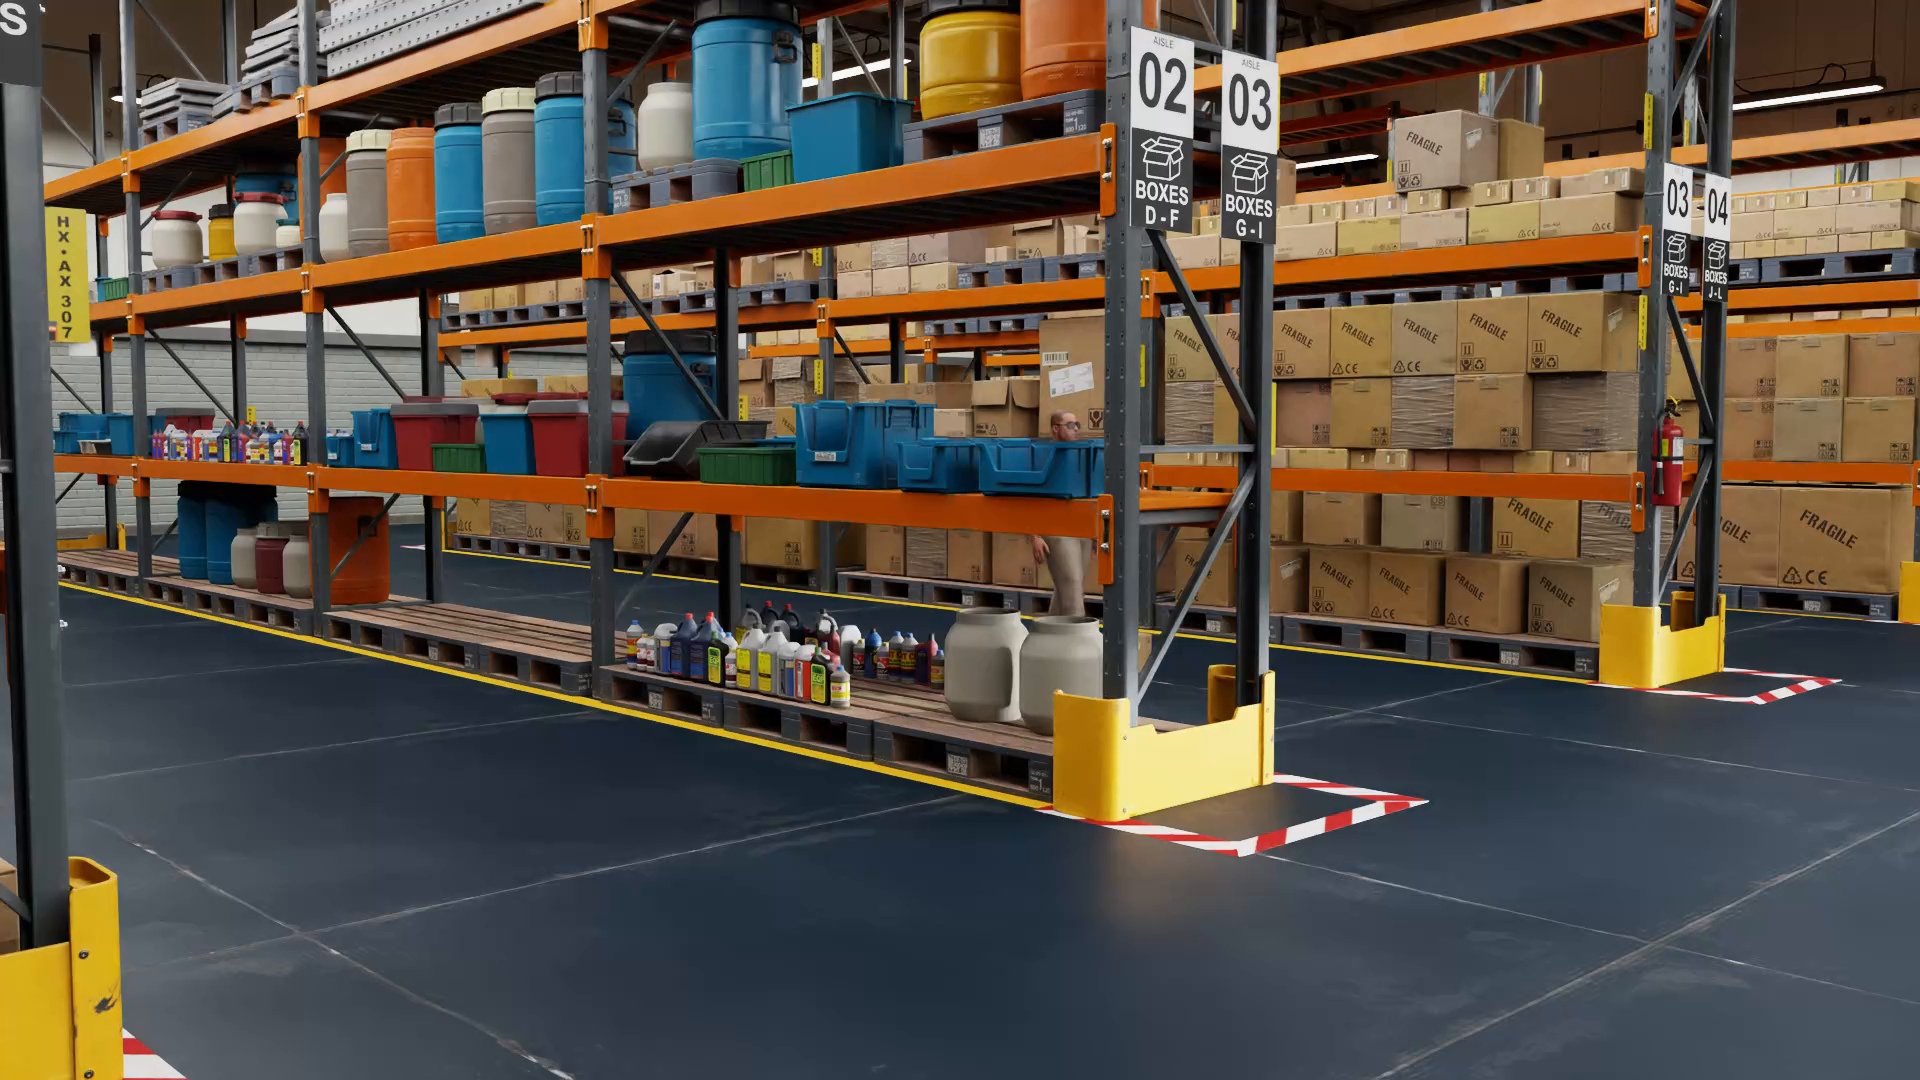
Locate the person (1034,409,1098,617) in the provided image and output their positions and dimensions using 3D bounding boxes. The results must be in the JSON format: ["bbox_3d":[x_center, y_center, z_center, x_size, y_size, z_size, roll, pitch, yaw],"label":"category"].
[{"bbox_3d":[0.804,-0.016,11.140,0.722,1.719,0.552,3,5,41],"label":"person"}]
